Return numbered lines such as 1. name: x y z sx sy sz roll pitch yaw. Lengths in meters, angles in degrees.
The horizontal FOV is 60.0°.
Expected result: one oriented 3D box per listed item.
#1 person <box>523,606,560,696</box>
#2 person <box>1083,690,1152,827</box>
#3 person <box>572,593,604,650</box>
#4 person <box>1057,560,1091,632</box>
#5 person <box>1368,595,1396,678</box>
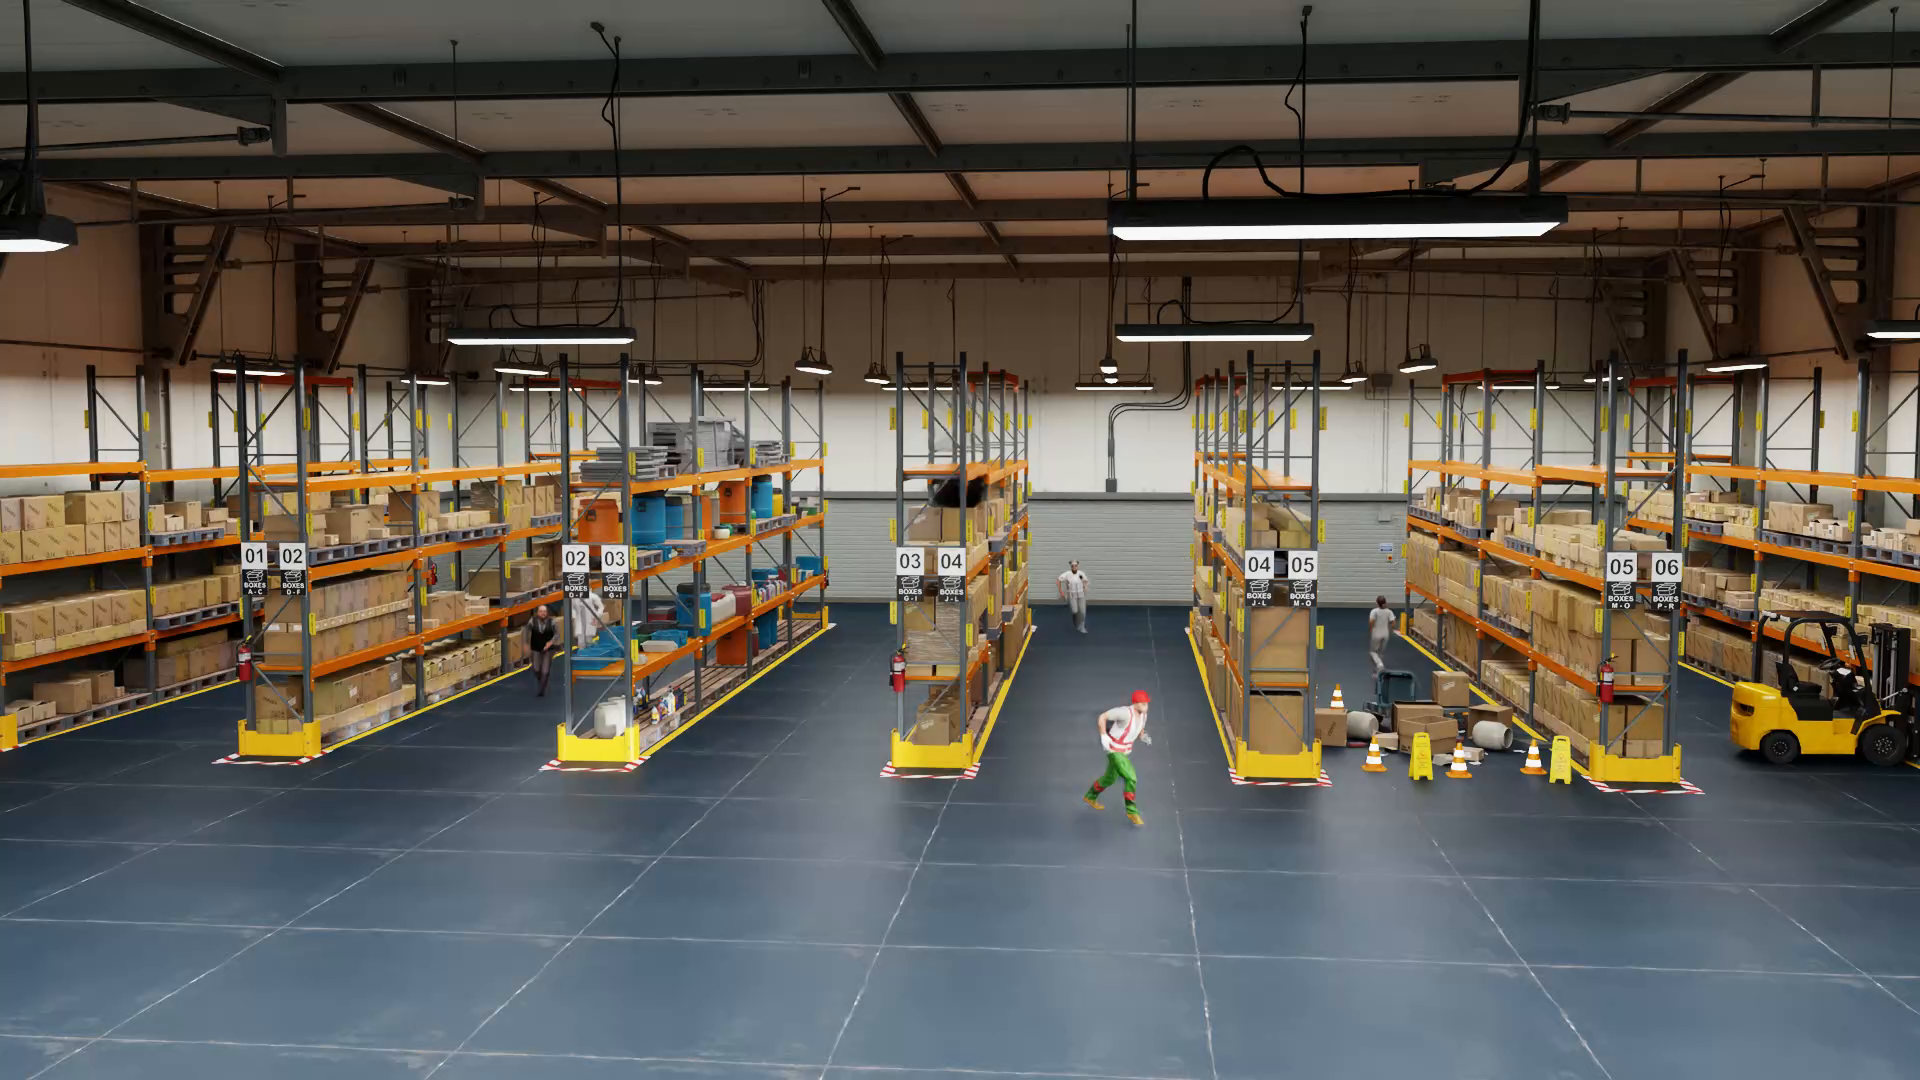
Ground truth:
1. person: -7.604 2.018 30.251 0.662 1.663 0.597 -1 4 -15
2. person: 1.952 2.703 20.833 1.054 1.732 0.706 4 6 43
3. person: -7.652 1.723 34.070 0.711 1.763 0.718 0 4 6
4. person: 2.719 1.334 39.402 0.796 1.742 0.618 -1 4 -7
5. person: 8.199 1.895 32.337 0.572 1.626 0.569 -1 4 -7
